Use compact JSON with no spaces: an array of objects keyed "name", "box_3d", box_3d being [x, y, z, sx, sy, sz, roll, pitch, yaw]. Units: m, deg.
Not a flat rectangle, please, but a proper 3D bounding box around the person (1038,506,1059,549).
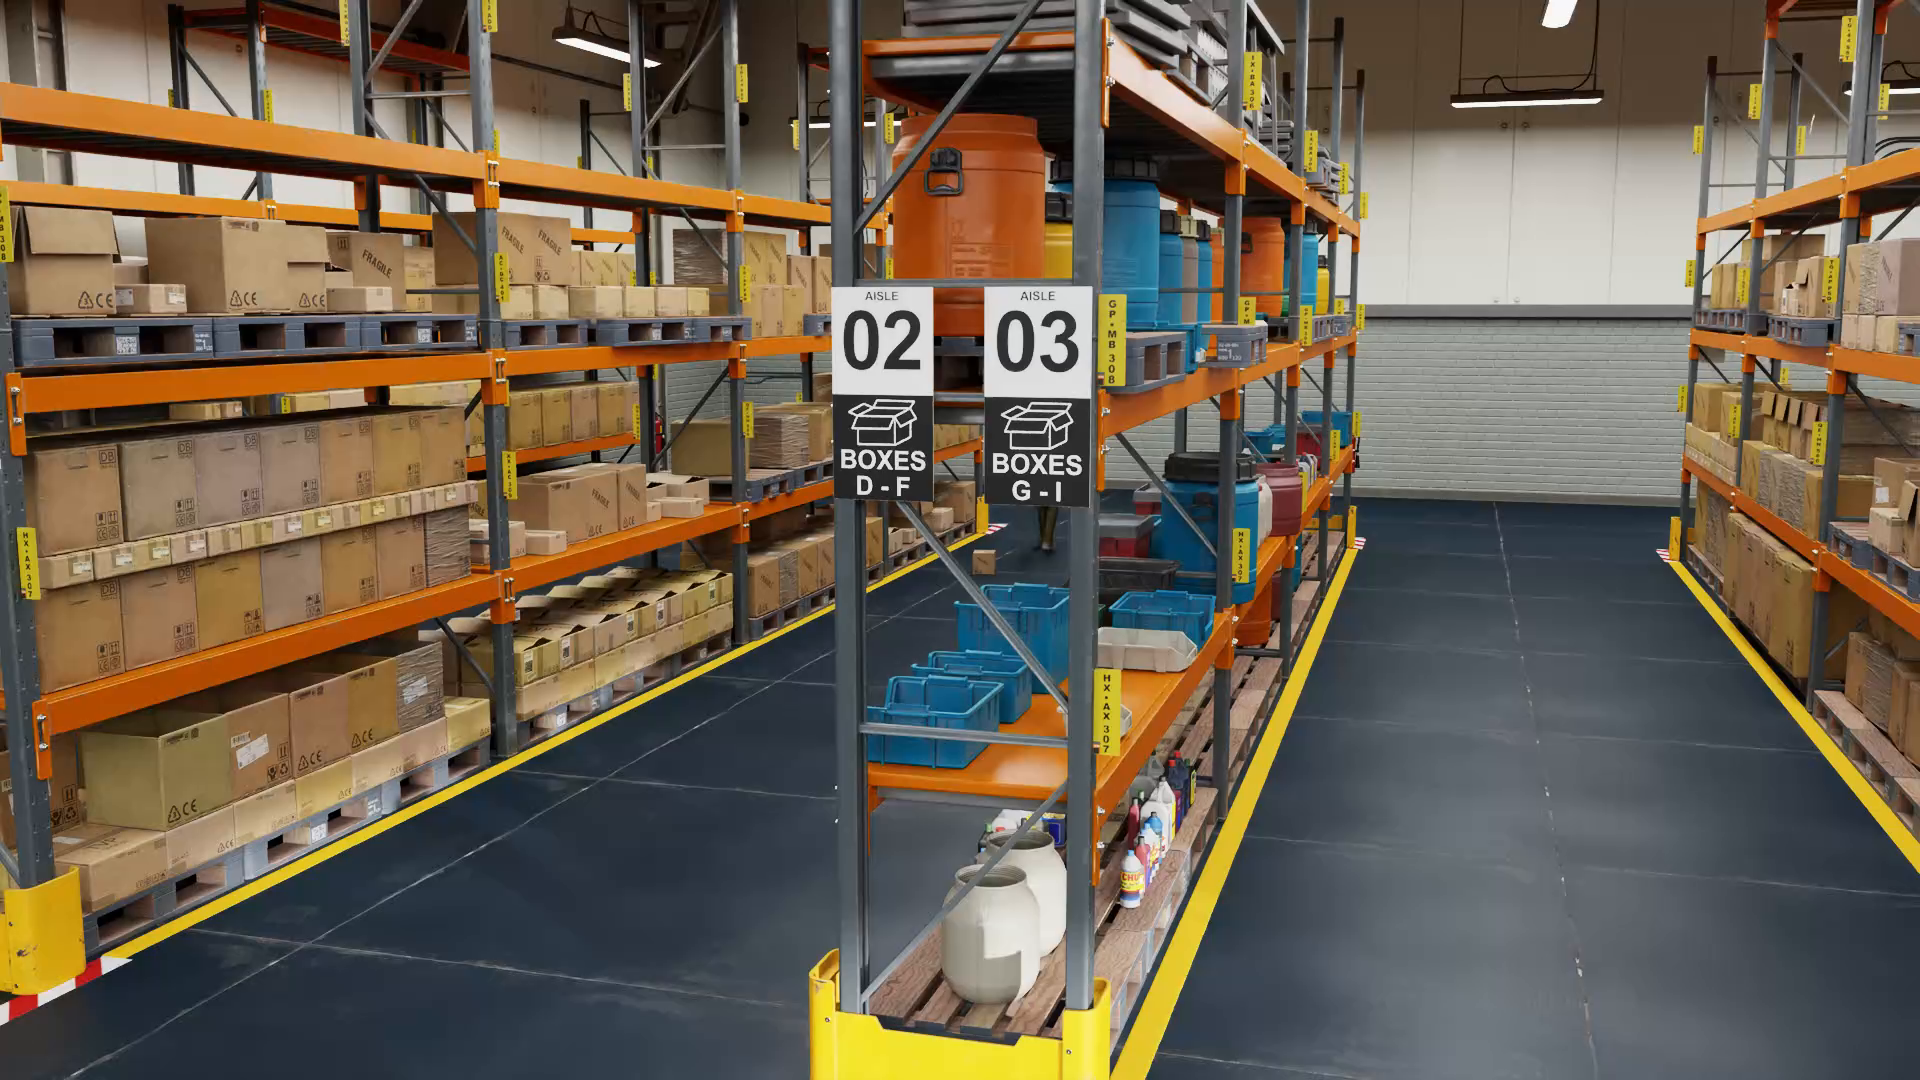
[{"name":"person","box_3d":[1.179,-0.784,21.250,0.569,1.727,1.066,2,9,17]}]
